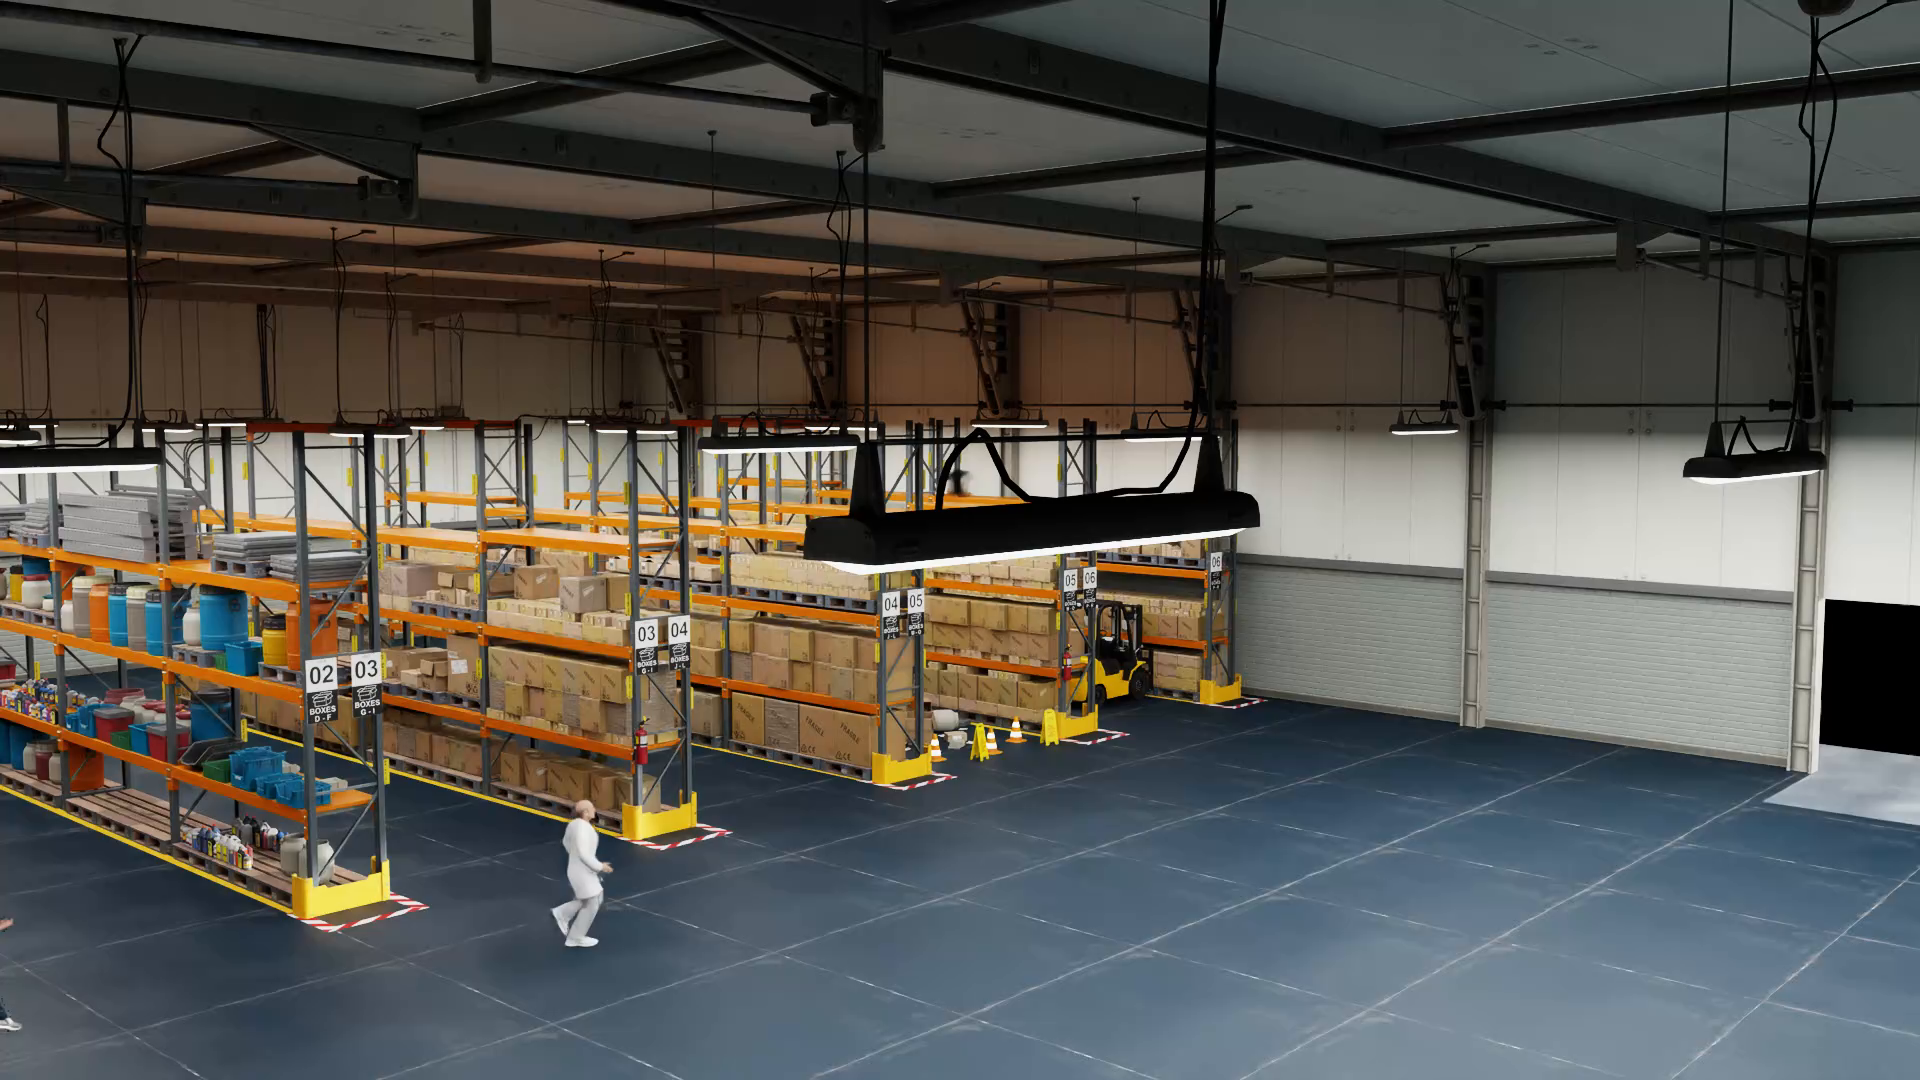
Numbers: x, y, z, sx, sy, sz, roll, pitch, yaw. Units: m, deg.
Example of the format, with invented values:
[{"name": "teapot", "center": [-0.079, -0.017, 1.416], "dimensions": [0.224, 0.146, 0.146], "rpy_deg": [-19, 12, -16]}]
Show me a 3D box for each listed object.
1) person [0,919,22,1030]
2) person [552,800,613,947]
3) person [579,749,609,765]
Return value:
[{"name": "person", "center": [-9.839, 4.164, 16.507], "dimensions": [0.861, 1.594, 0.516], "rpy_deg": [-3, 5, -32]}, {"name": "person", "center": [-4.412, 3.889, 19.411], "dimensions": [0.678, 1.726, 0.691], "rpy_deg": [-2, 5, -21]}, {"name": "person", "center": [-6.178, 3.162, 28.582], "dimensions": [0.849, 1.716, 0.727], "rpy_deg": [-1, 5, -16]}]
